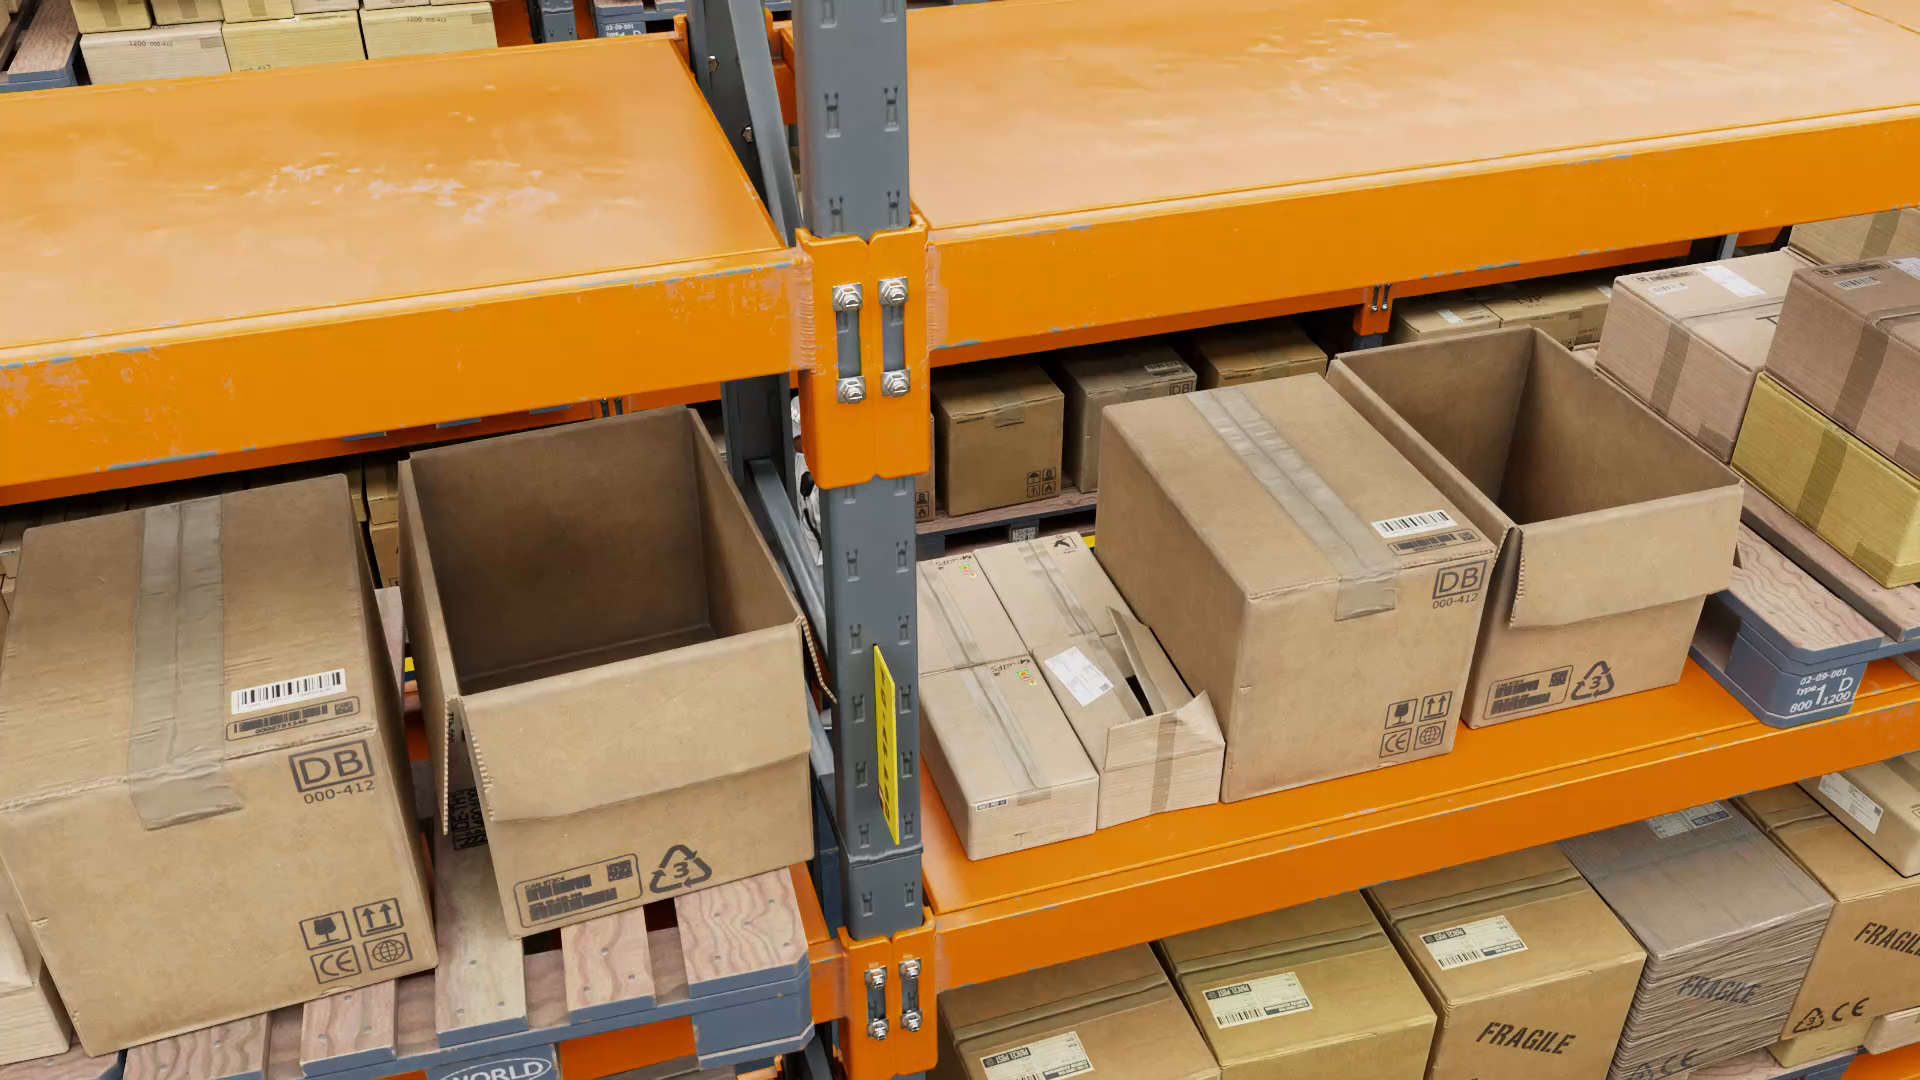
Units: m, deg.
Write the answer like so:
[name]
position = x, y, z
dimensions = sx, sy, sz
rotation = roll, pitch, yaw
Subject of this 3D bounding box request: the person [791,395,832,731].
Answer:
[person]
position = -0.585, 0.067, 7.332
dimensions = 0.464, 1.667, 0.564
rotation = -12, 36, -17
